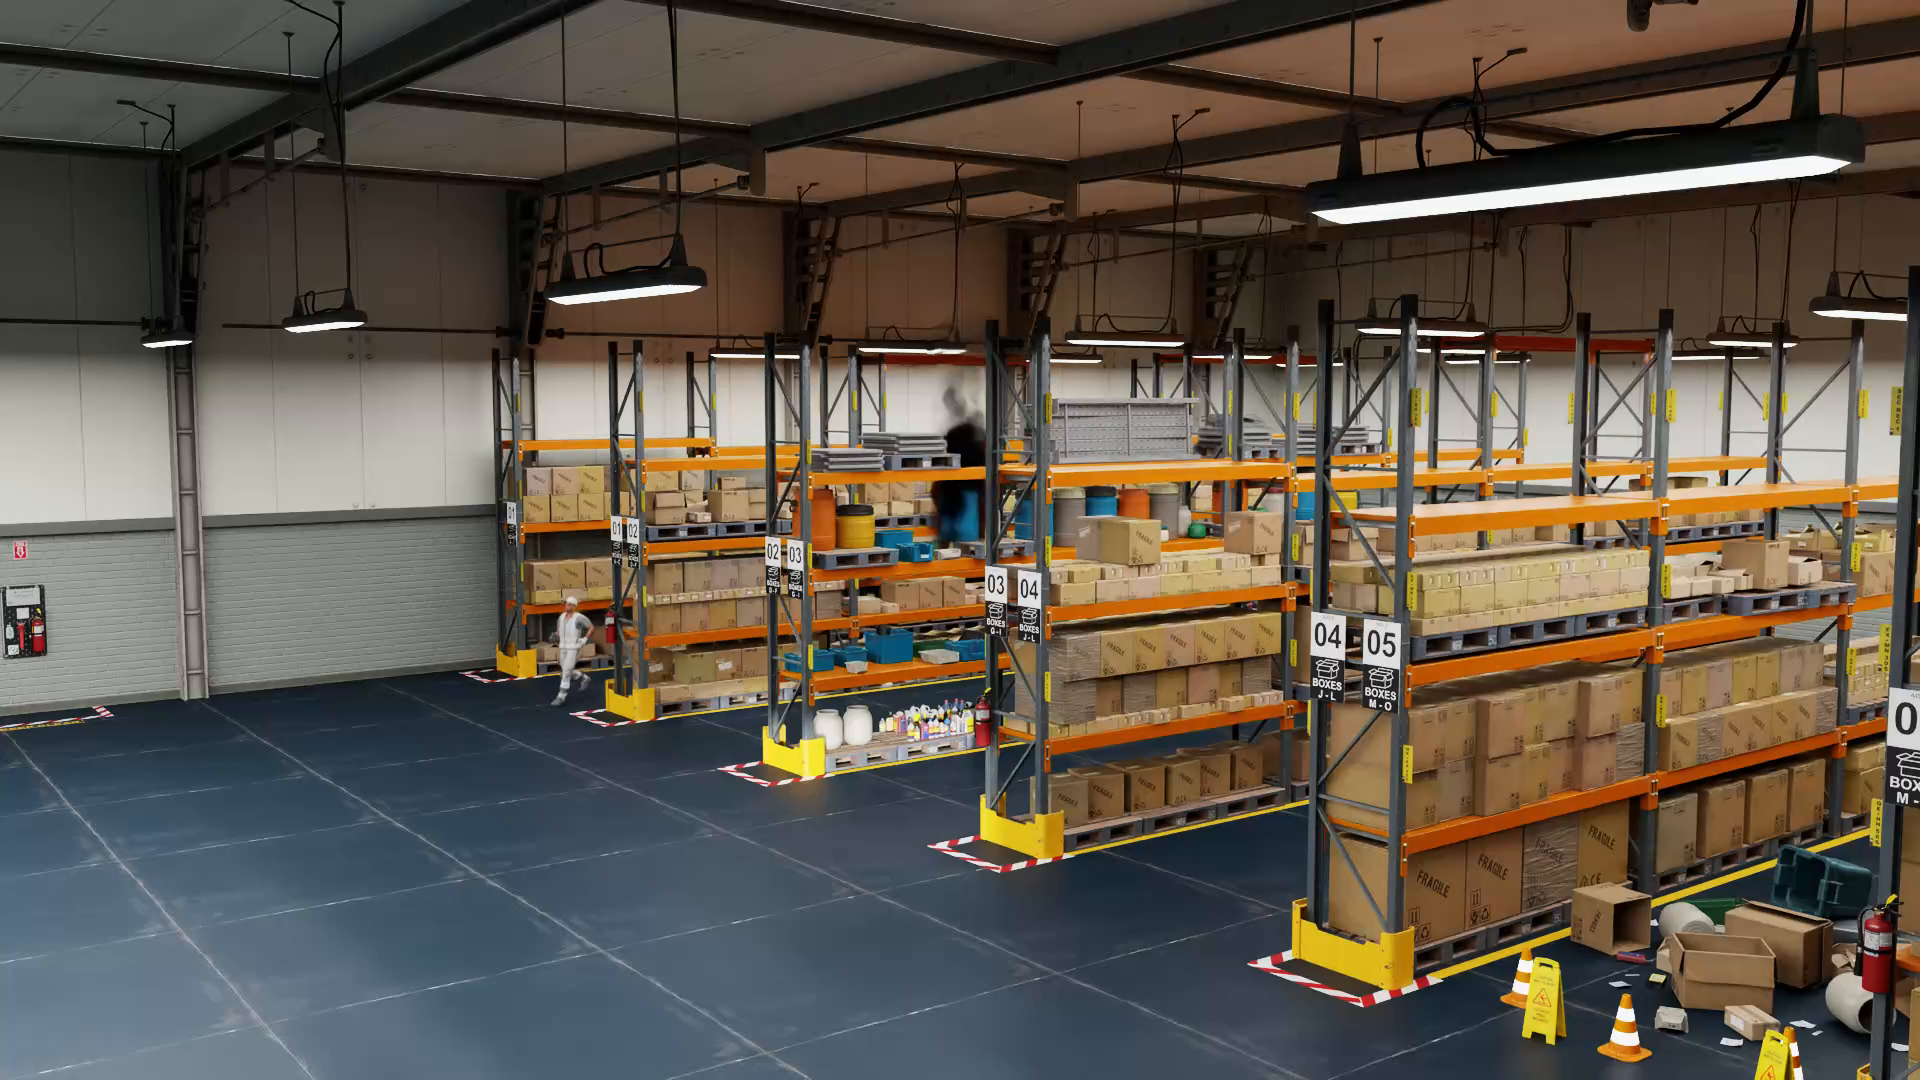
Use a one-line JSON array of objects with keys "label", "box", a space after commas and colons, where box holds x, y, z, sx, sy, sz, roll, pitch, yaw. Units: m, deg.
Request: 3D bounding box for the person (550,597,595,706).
[{"label": "person", "box": [-6.515, 1.829, 27.819, 0.686, 1.766, 0.982, 3, 6, 28]}]
